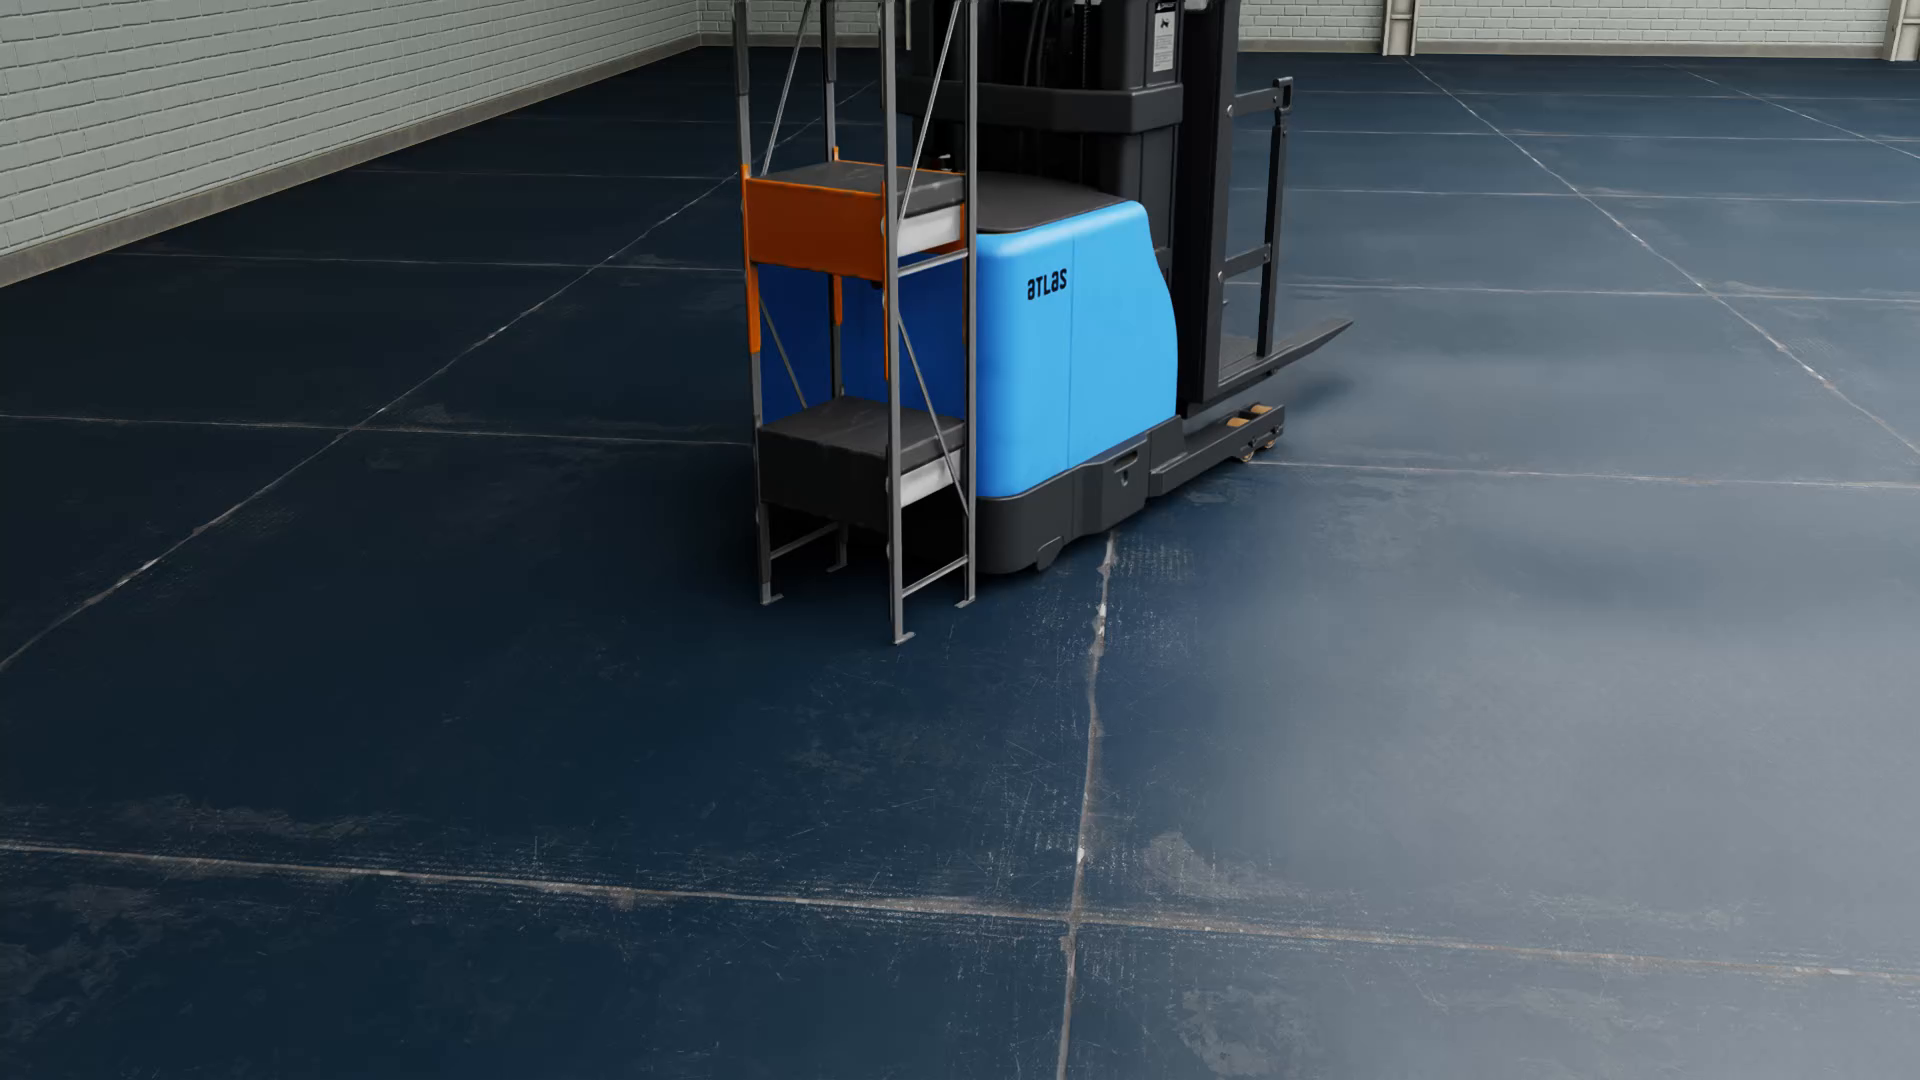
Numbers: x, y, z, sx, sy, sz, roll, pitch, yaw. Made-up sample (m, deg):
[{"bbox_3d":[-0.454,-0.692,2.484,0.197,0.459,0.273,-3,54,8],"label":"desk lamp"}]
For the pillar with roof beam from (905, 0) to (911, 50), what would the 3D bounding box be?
[{"bbox_3d":[-0.990,-8.960,15.863,0.400,9.000,9.100,2,22,6],"label":"pillar with roof beam"}]

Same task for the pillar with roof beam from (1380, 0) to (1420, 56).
[{"bbox_3d":[4.969,-8.700,15.206,0.400,9.000,9.100,2,22,6],"label":"pillar with roof beam"}]

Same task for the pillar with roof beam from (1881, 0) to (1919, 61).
[{"bbox_3d":[10.927,-8.440,14.550,0.400,9.000,9.100,2,22,6],"label":"pillar with roof beam"}]

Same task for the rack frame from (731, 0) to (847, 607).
[{"bbox_3d":[-0.476,-0.839,4.706,0.015,2.100,0.400,14,26,32],"label":"rack frame"}]

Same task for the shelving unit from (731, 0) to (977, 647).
[{"bbox_3d":[-0.275,-0.788,4.578,0.503,2.100,0.431,14,26,32],"label":"shelving unit"}]

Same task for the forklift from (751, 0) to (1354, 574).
[{"bbox_3d":[0.579,-1.743,5.862,1.130,2.935,3.031,15,26,33],"label":"forklift"}]

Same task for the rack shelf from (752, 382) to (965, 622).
[{"bbox_3d":[-0.275,-0.125,4.840,0.480,0.518,0.431,14,26,32],"label":"rack shelf"}]

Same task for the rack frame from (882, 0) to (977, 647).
[{"bbox_3d":[-0.073,-0.737,4.449,0.015,2.100,0.400,14,26,32],"label":"rack frame"}]

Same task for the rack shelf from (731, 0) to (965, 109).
[{"bbox_3d":[-0.275,-1.426,4.325,0.480,0.518,0.431,14,26,32],"label":"rack shelf"}]

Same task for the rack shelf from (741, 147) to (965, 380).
[{"bbox_3d":[-0.275,-0.776,4.583,0.480,0.518,0.431,14,26,32],"label":"rack shelf"}]
